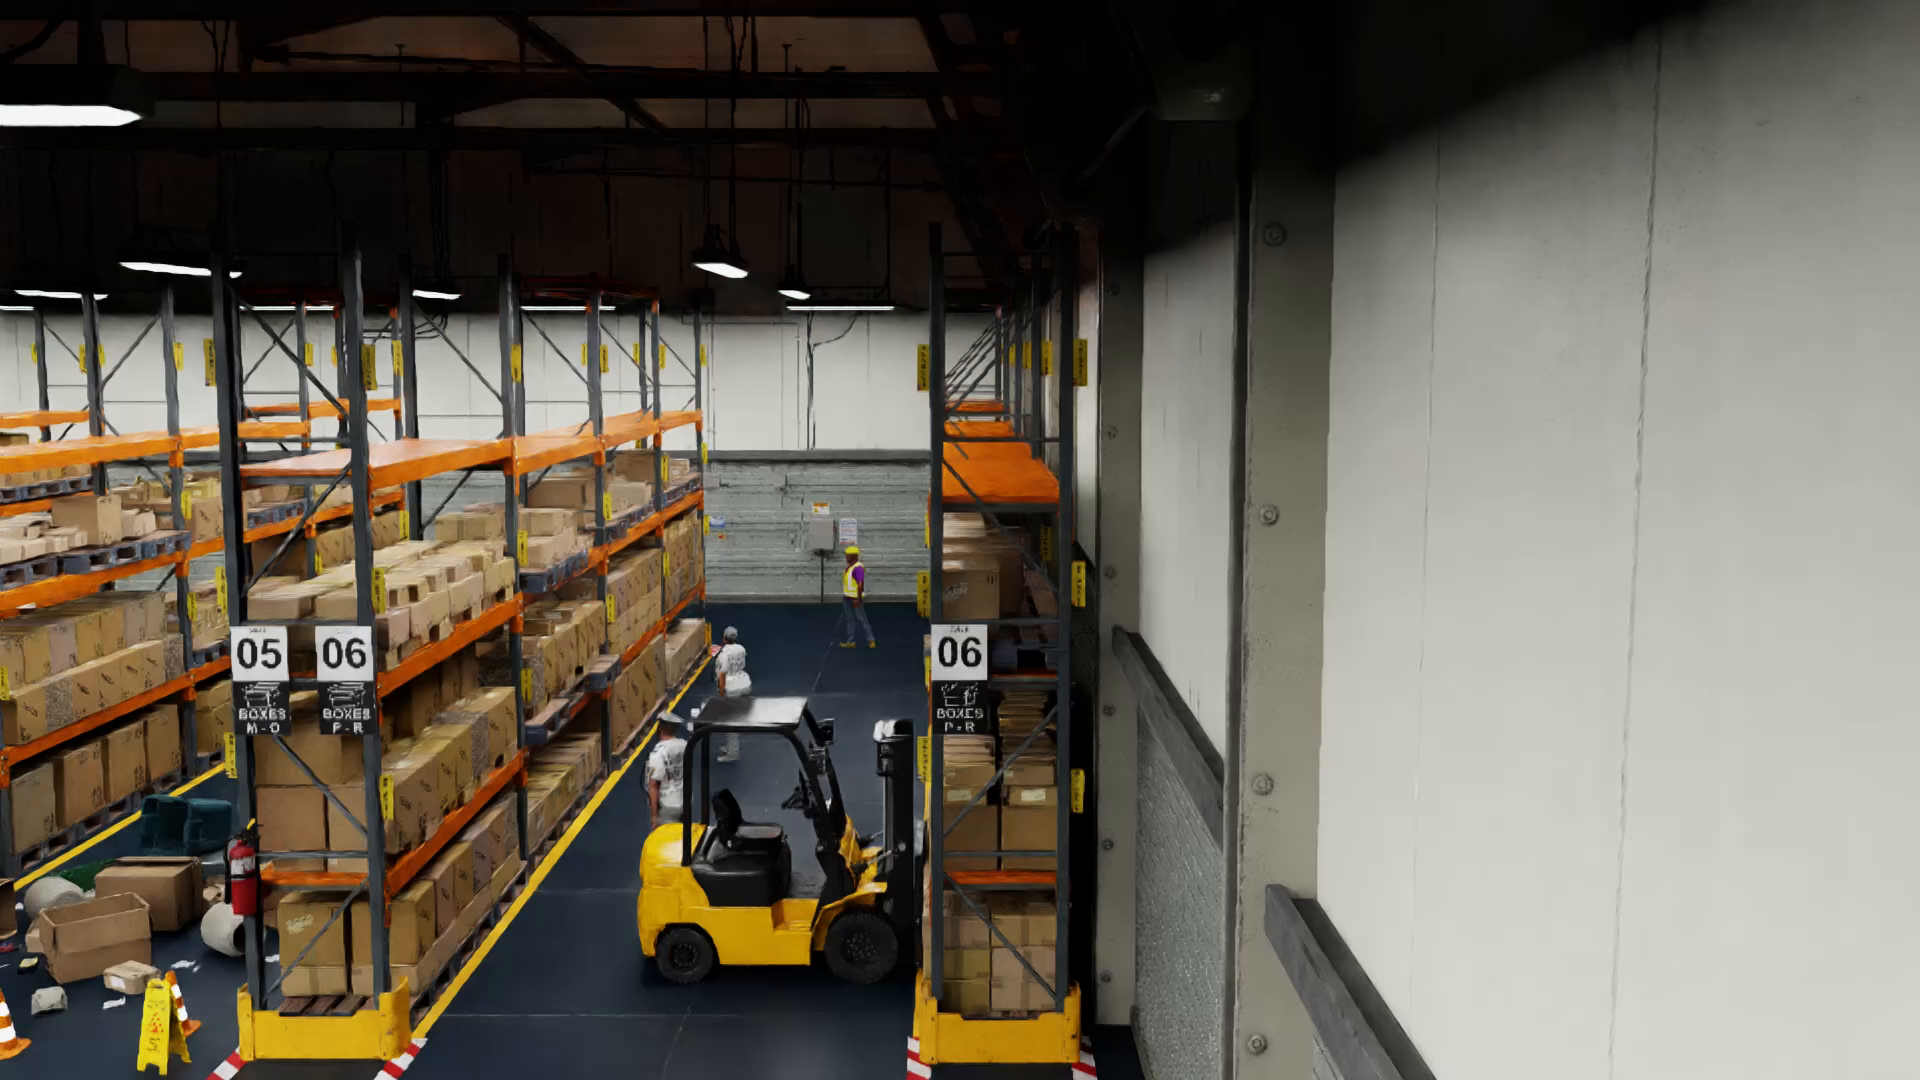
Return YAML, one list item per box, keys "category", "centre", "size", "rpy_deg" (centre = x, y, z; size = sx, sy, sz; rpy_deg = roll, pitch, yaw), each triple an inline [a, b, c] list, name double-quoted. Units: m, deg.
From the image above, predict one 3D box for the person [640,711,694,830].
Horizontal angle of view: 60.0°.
- category: "person"
  centre: [-2.773, 2.478, 15.566]
  size: [0.539, 1.755, 0.635]
  rpy_deg: [3, 7, 25]

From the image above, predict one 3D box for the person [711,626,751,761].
- category: "person"
  centre: [-2.894, 1.910, 20.842]
  size: [0.481, 1.659, 0.523]
  rpy_deg: [4, 8, 29]

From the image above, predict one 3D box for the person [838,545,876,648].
- category: "person"
  centre: [-1.784, 0.970, 28.570]
  size: [0.513, 1.764, 0.680]
  rpy_deg: [-4, 8, -30]

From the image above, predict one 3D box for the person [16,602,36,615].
- category: "person"
  centre: [-12.818, 1.630, 22.969]
  size: [0.566, 1.706, 1.122]
  rpy_deg: [0, 7, 2]
